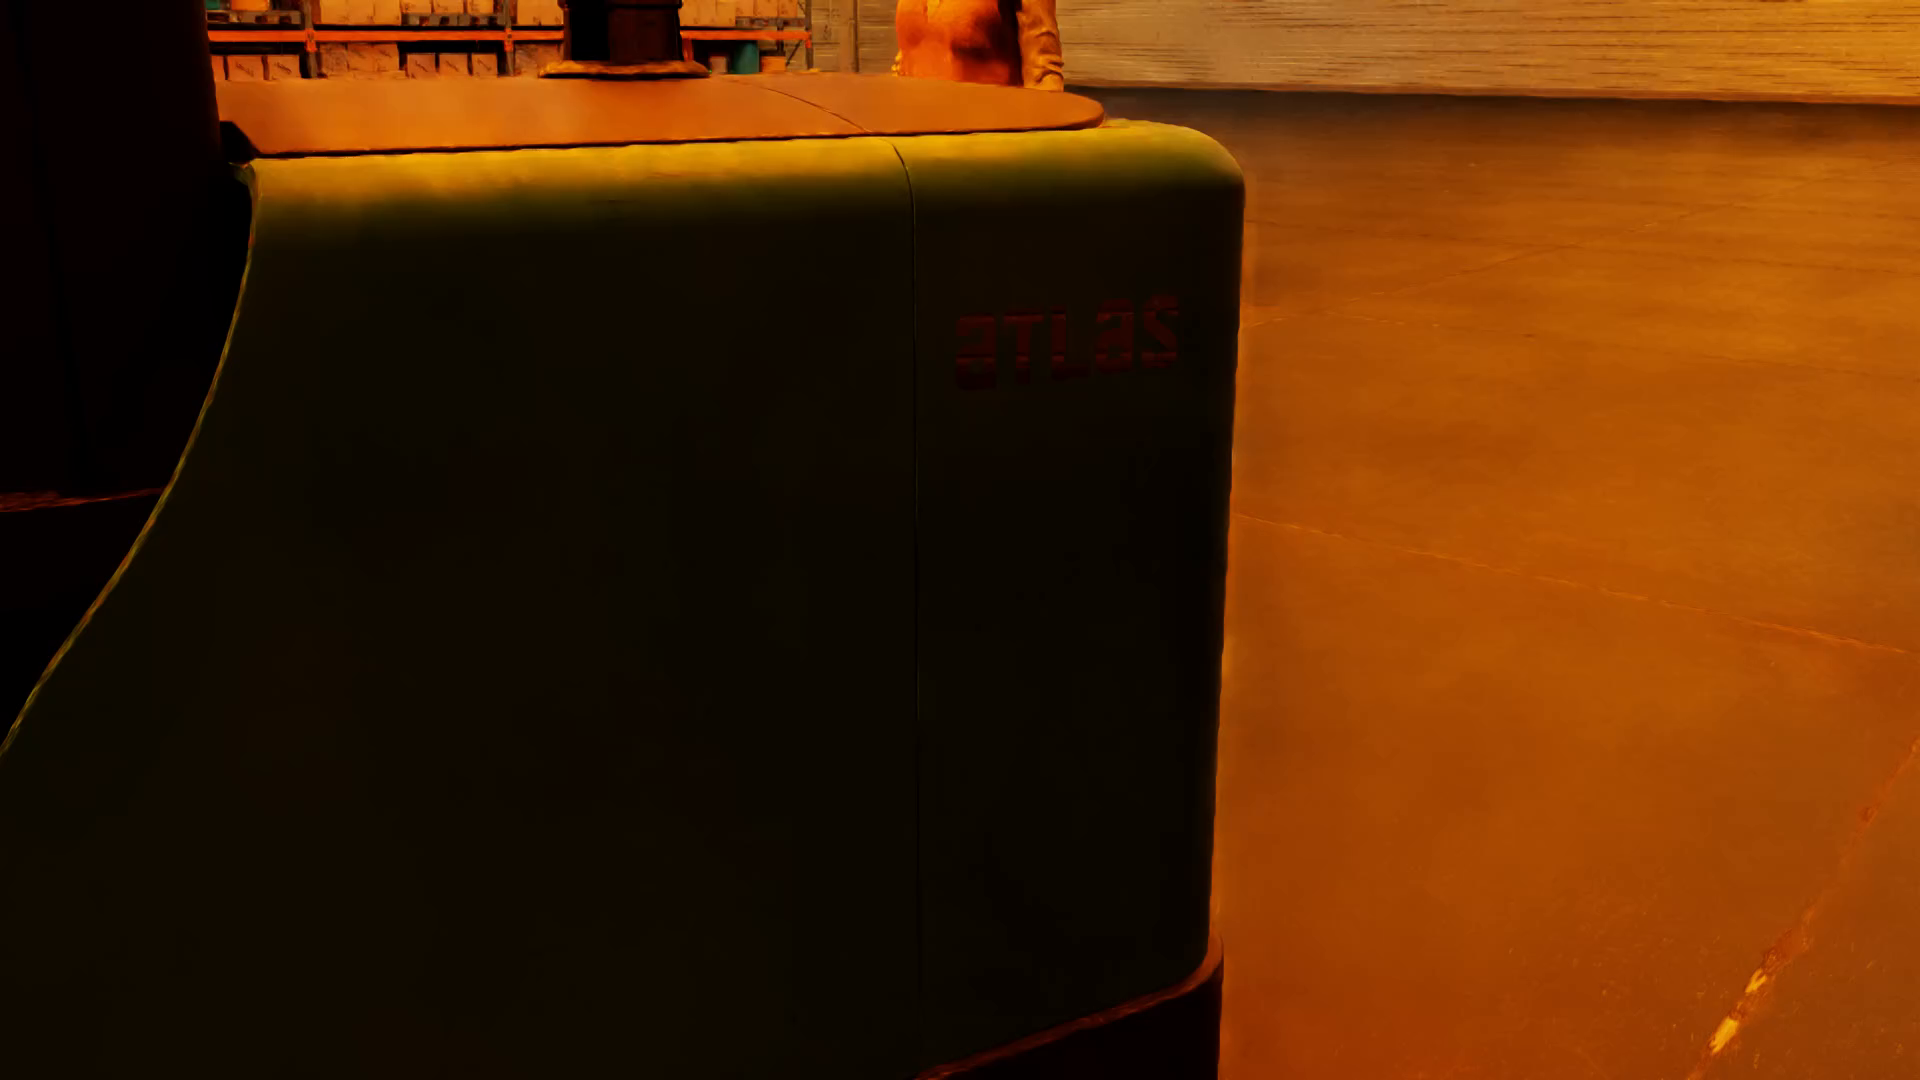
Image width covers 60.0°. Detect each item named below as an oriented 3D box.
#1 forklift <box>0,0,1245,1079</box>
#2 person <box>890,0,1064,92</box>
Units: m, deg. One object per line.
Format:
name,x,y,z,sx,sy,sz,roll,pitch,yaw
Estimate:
forklift,-1.279,-0.616,0.925,3.031,2.935,1.130,-10,19,-29
person,-0.058,-0.757,3.661,0.520,1.597,0.474,13,21,37
